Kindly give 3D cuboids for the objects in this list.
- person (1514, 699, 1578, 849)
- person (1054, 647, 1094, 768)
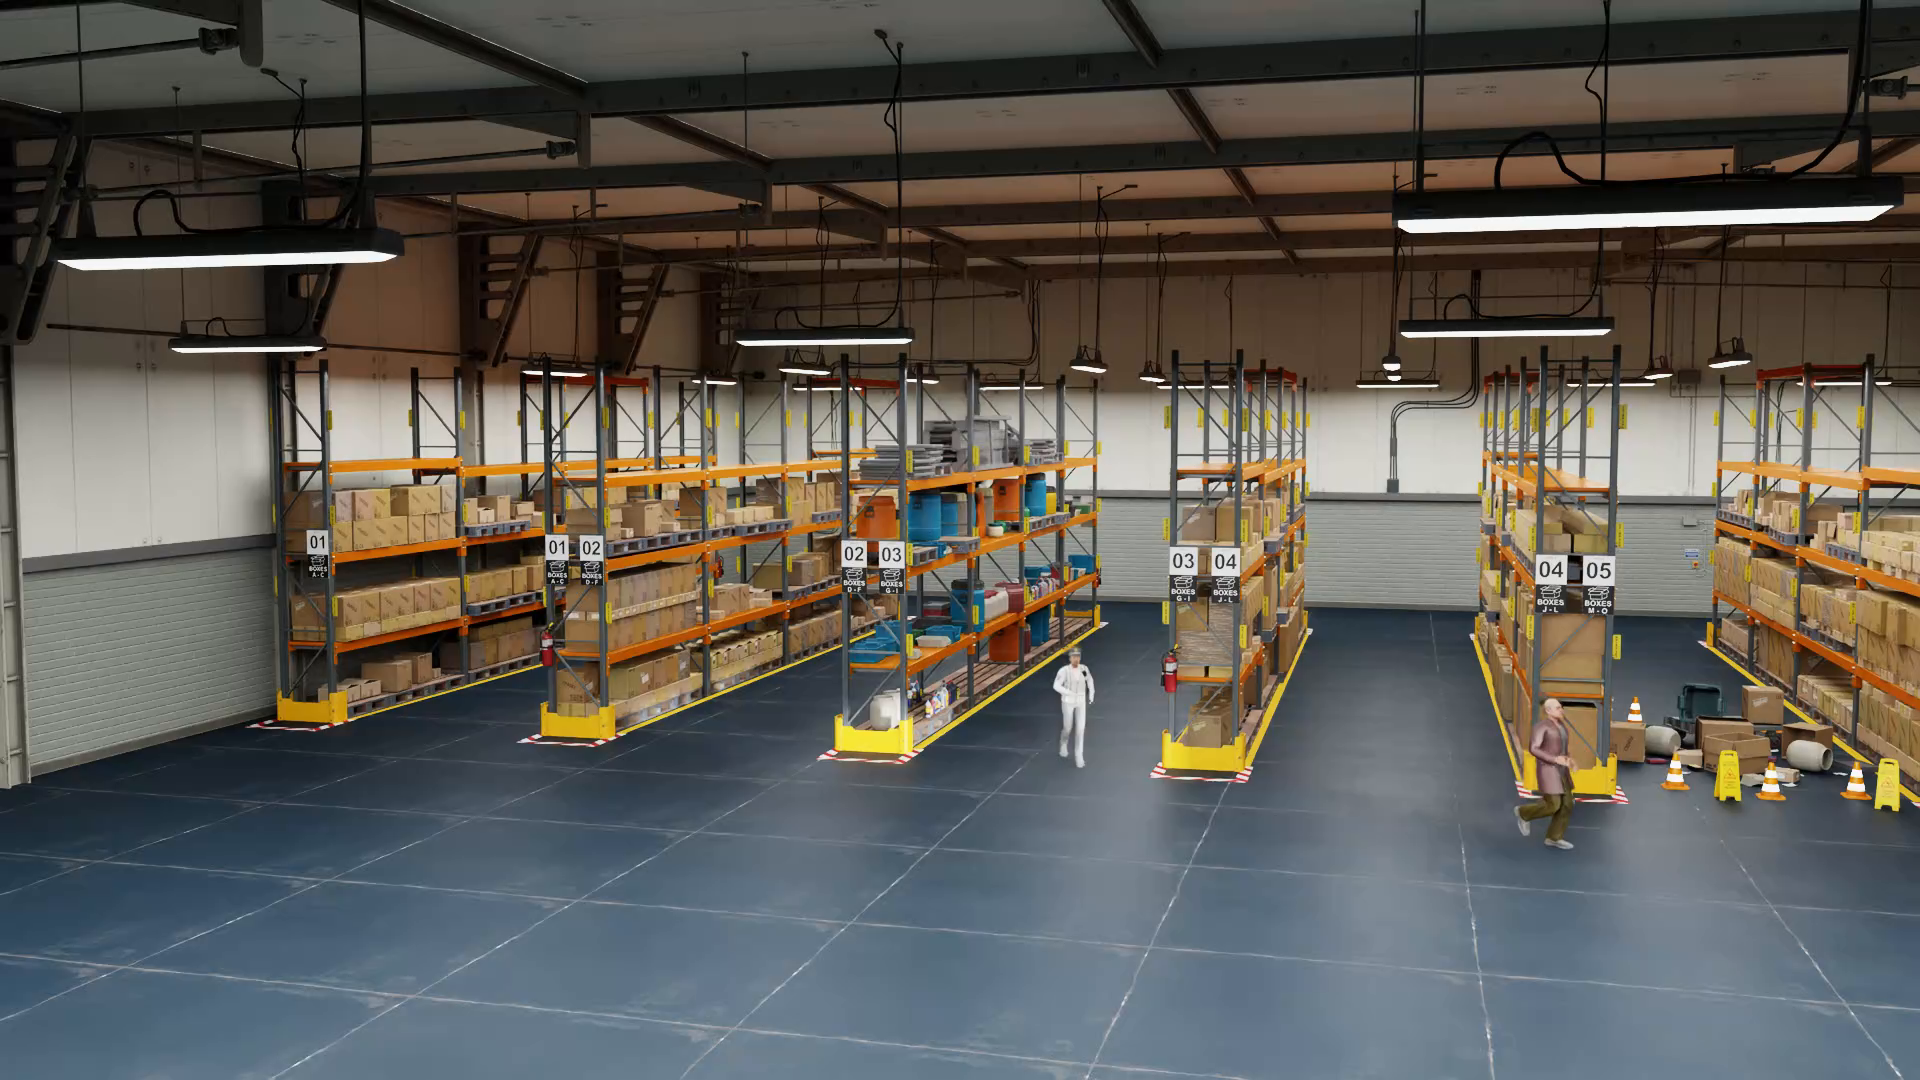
[{"bbox_3d":[6.920,2.725,19.557,0.702,1.736,0.750,-3,5,-38],"label":"person"},{"bbox_3d":[1.670,2.405,24.351,0.635,1.716,0.823,-1,4,-9],"label":"person"}]
